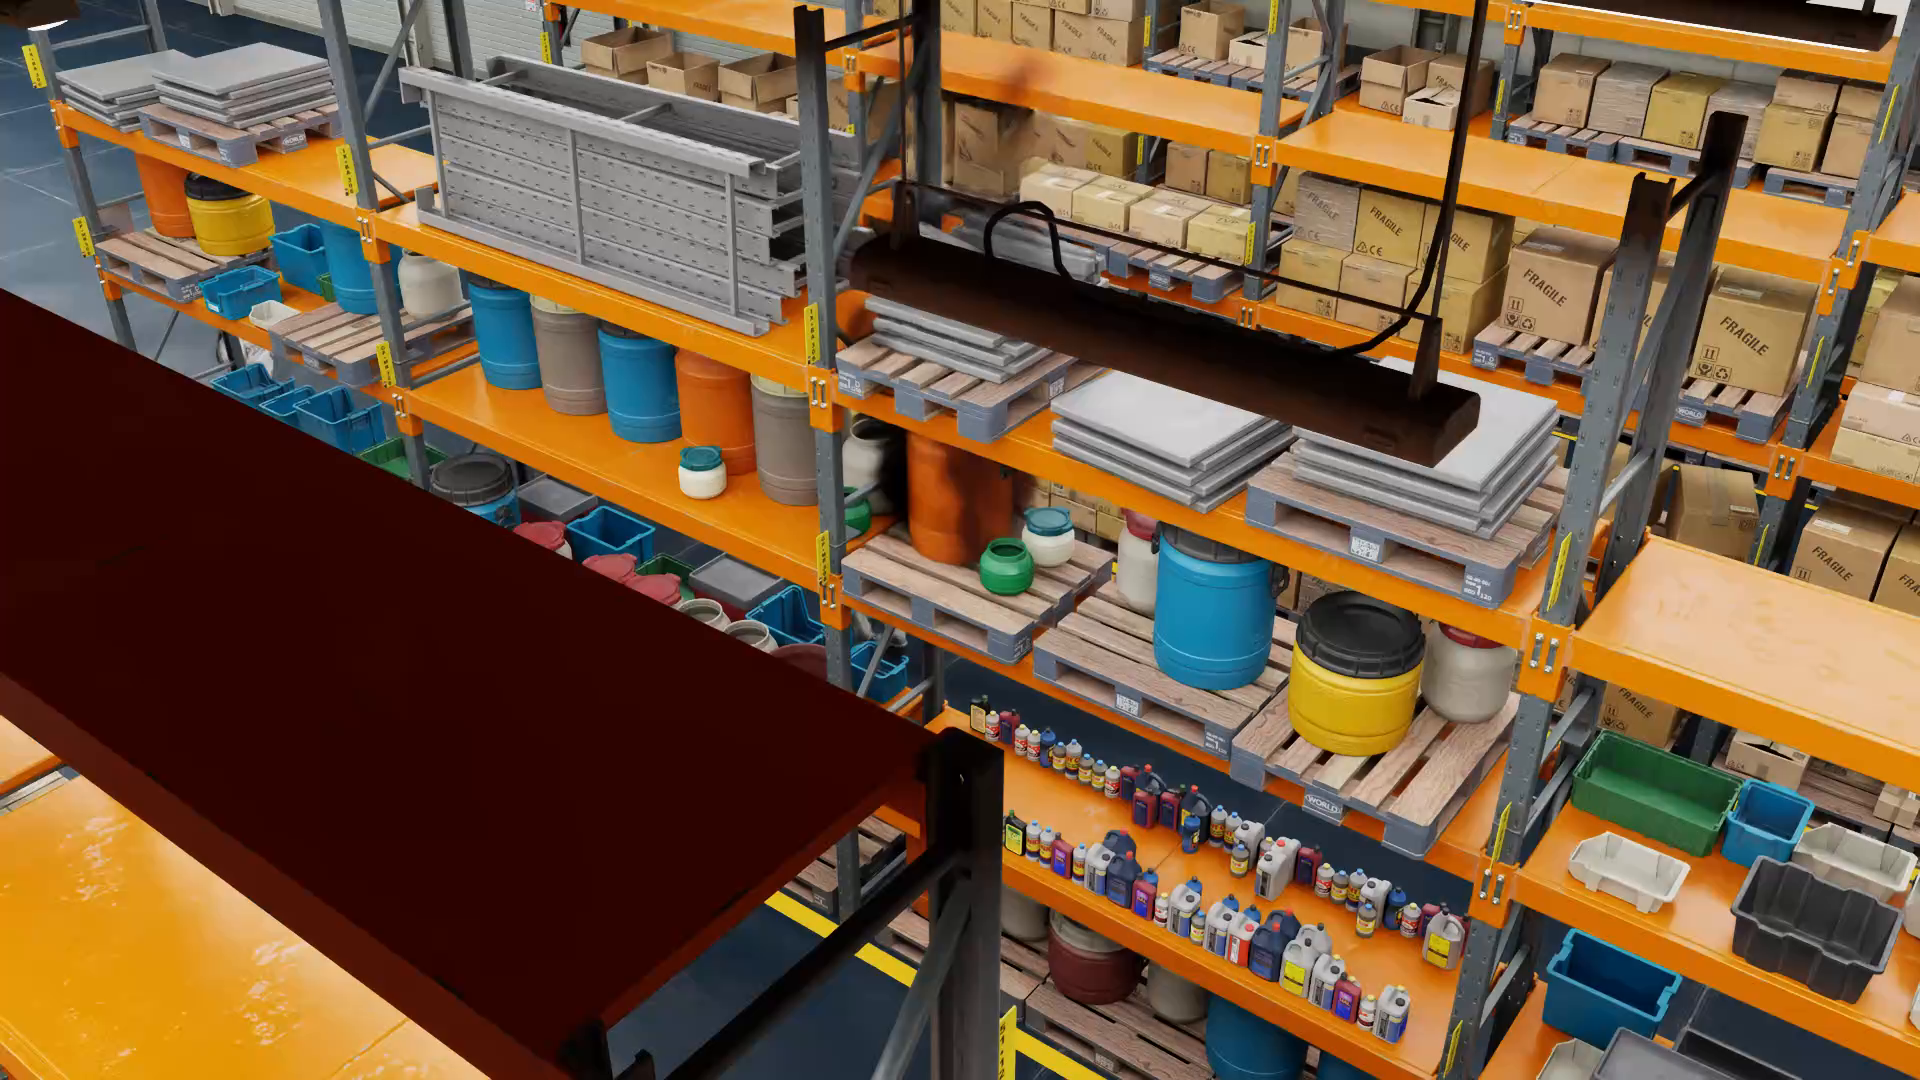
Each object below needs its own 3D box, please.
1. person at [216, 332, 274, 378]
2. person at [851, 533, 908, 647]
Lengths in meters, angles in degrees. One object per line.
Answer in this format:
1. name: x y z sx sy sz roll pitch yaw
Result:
1. person: -7.033 -1.677 16.403 0.580 1.706 0.666 8 32 12
2. person: -0.753 0.177 13.421 0.661 1.695 0.586 16 35 25
